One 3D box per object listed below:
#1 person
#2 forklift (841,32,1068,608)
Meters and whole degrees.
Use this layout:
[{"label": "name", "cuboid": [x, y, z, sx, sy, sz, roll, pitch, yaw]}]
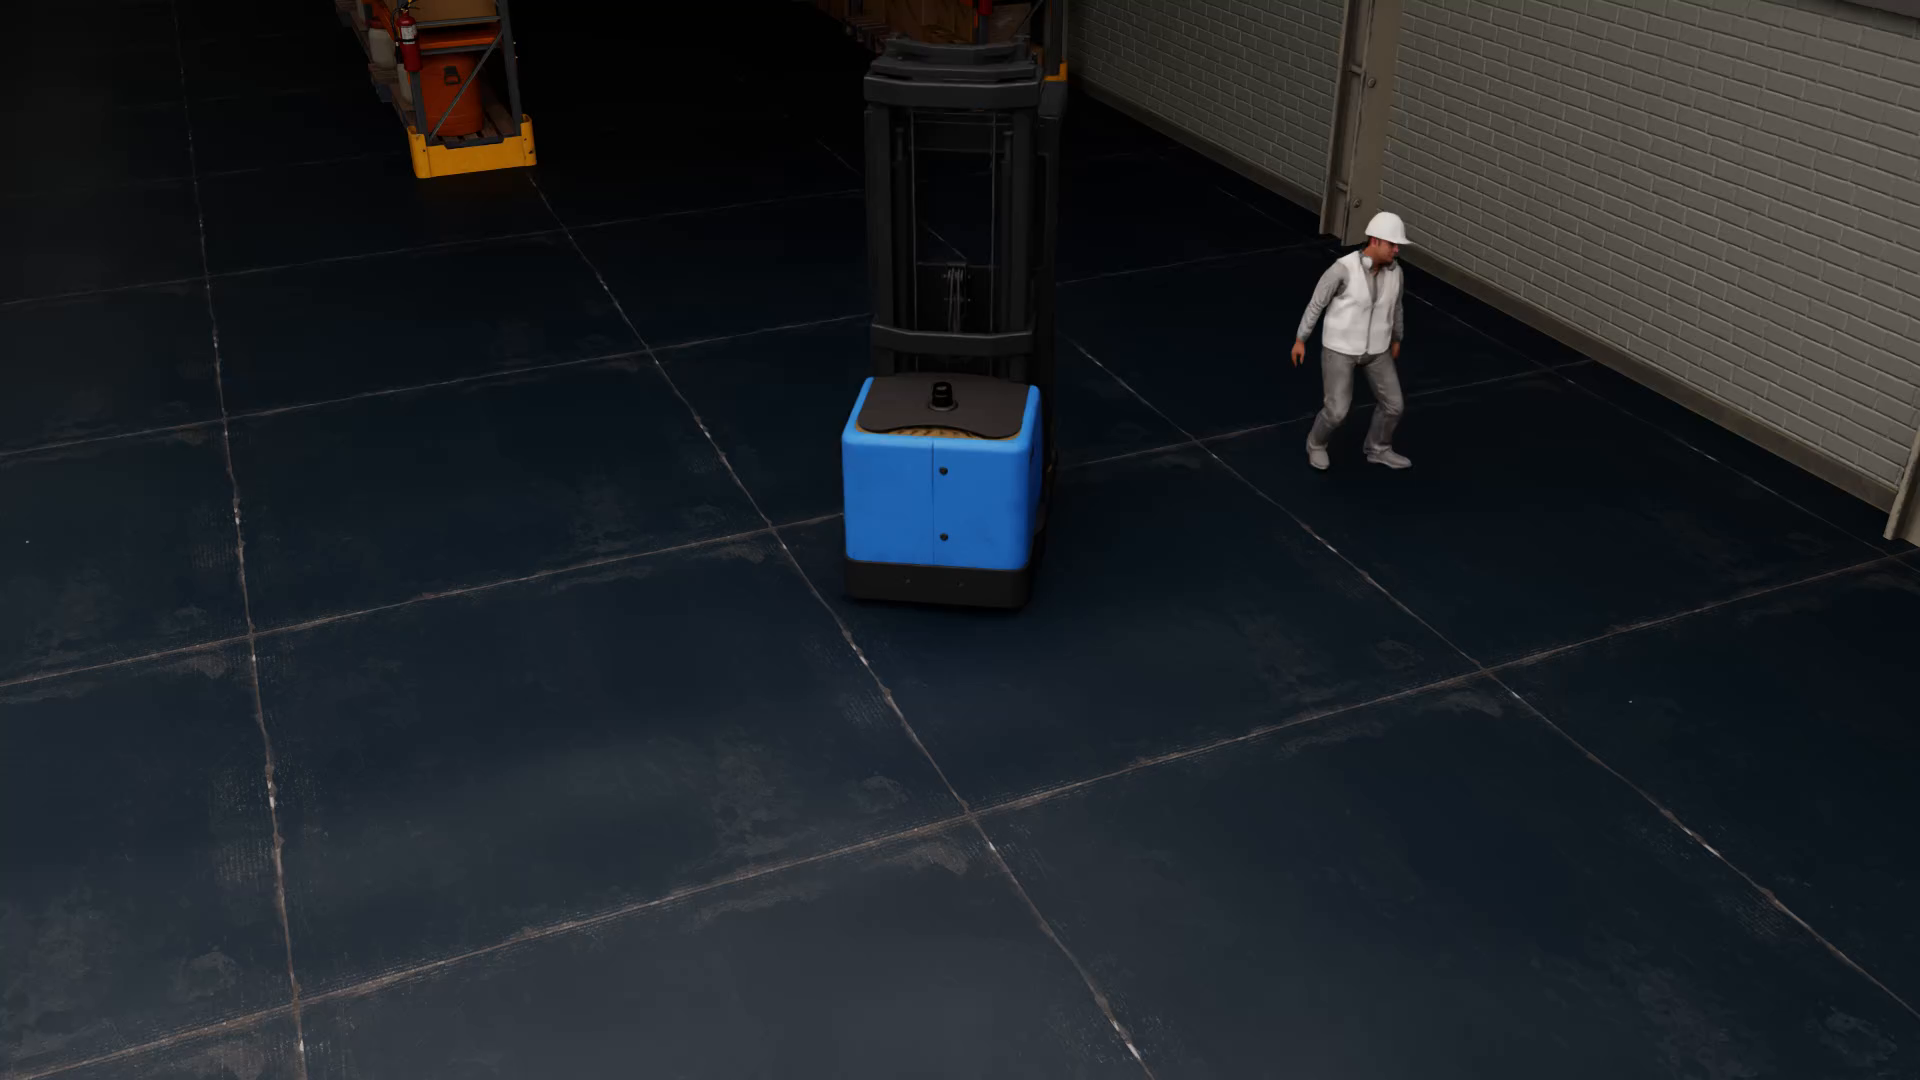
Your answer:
[{"label": "person", "cuboid": [2.514, -1.240, 10.500, 0.851, 1.726, 0.427, -6, 30, -10]}, {"label": "forklift", "cuboid": [0.040, -1.601, 9.920, 1.130, 2.935, 3.031, 4, 30, 6]}]
